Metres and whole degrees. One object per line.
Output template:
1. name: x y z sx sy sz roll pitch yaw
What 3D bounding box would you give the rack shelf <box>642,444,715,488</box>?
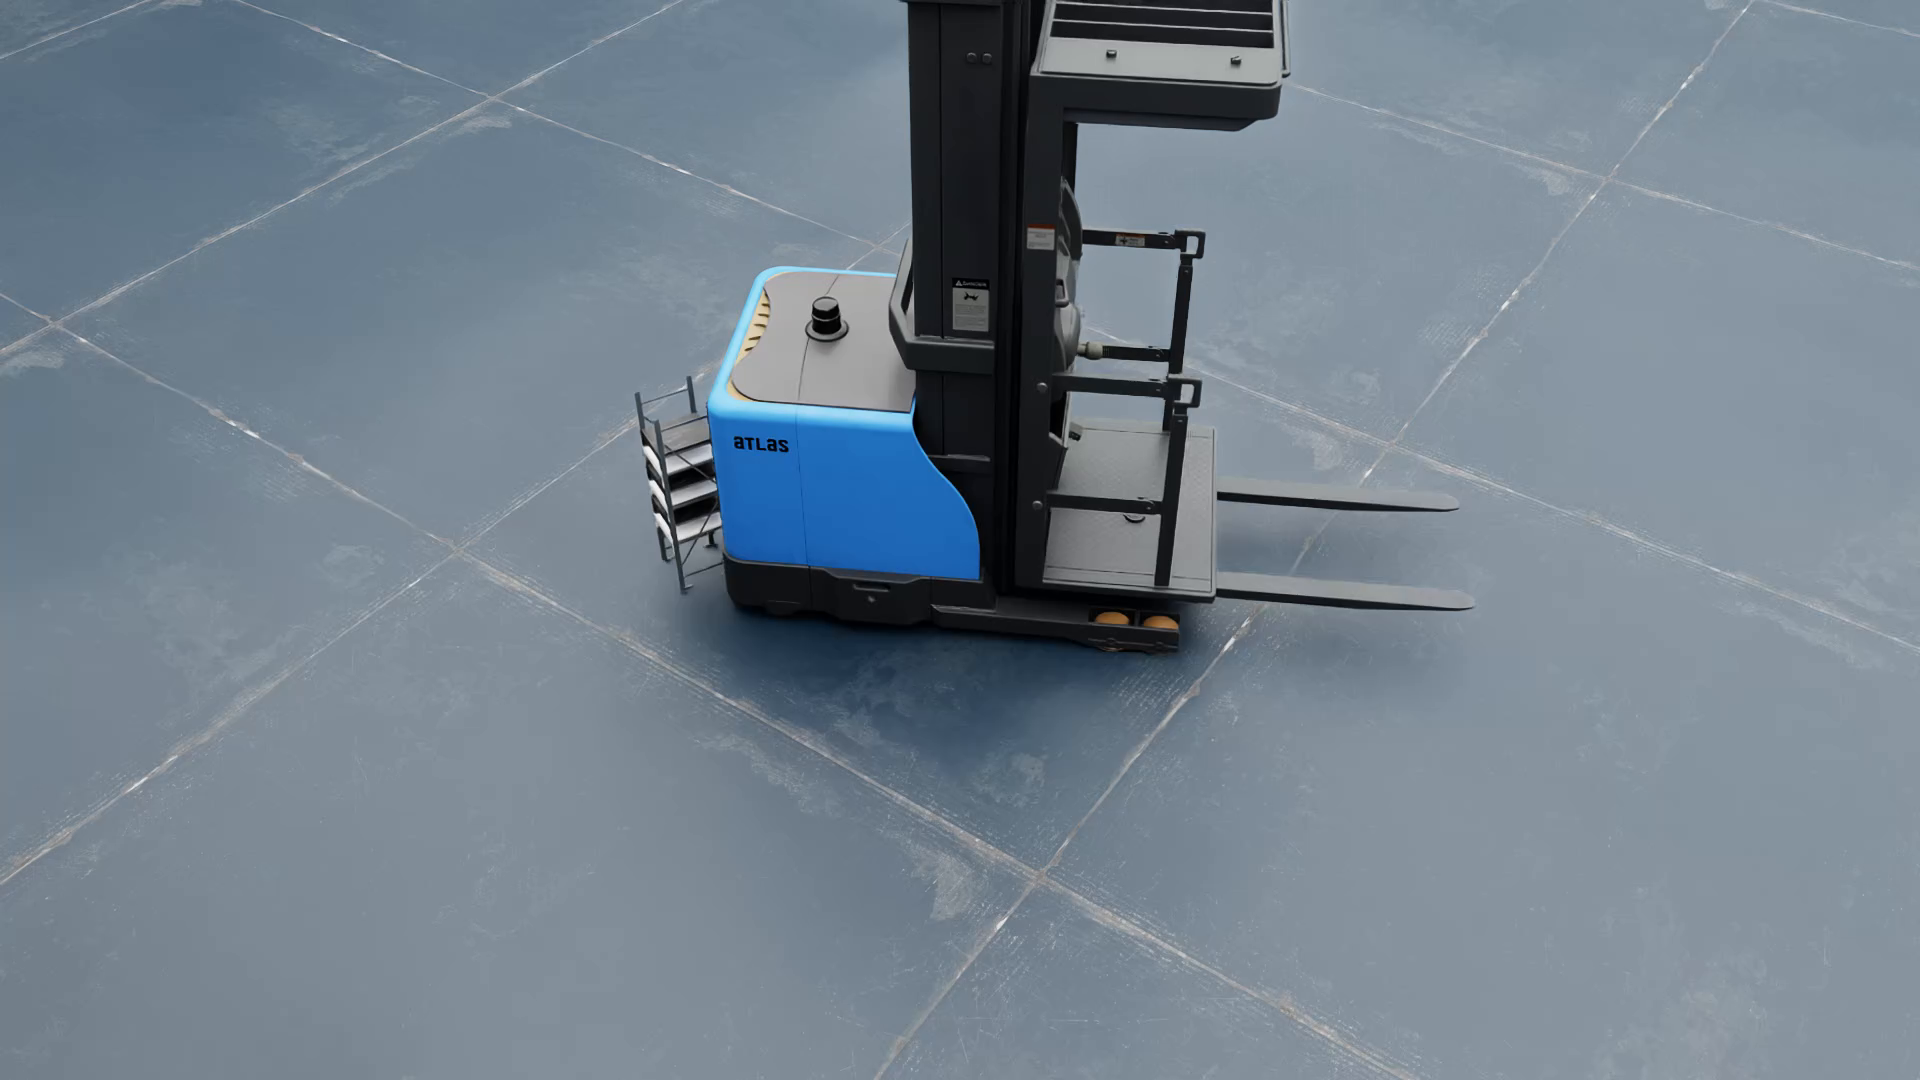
1. rack shelf: -1.126 -0.334 6.728 0.258 0.077 0.200 -21 46 -21

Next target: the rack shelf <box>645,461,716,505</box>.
1. rack shelf: -1.126 -0.267 6.788 0.258 0.077 0.200 -21 46 -21

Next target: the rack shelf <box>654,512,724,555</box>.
1. rack shelf: -1.125 -0.066 6.968 0.258 0.077 0.200 -21 46 -21

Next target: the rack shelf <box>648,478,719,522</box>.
1. rack shelf: -1.126 -0.200 6.848 0.258 0.077 0.200 -21 46 -21

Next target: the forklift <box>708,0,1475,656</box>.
1. forklift: 0.588 -1.002 6.172 3.031 2.935 1.130 5 42 5

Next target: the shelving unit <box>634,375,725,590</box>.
1. shelving unit: -1.126 -0.225 6.825 0.258 0.900 0.210 -21 46 -21

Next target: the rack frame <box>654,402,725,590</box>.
1. rack frame: -1.076 -0.166 6.759 0.240 0.900 0.006 -21 46 -21

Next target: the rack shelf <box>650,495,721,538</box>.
1. rack shelf: -1.126 -0.133 6.908 0.258 0.077 0.200 -21 46 -21

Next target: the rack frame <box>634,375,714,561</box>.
1. rack frame: -1.176 -0.284 6.891 0.240 0.900 0.006 -21 46 -21

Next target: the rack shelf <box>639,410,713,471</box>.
1. rack shelf: -1.127 -0.401 6.667 0.258 0.077 0.200 -21 46 -21
